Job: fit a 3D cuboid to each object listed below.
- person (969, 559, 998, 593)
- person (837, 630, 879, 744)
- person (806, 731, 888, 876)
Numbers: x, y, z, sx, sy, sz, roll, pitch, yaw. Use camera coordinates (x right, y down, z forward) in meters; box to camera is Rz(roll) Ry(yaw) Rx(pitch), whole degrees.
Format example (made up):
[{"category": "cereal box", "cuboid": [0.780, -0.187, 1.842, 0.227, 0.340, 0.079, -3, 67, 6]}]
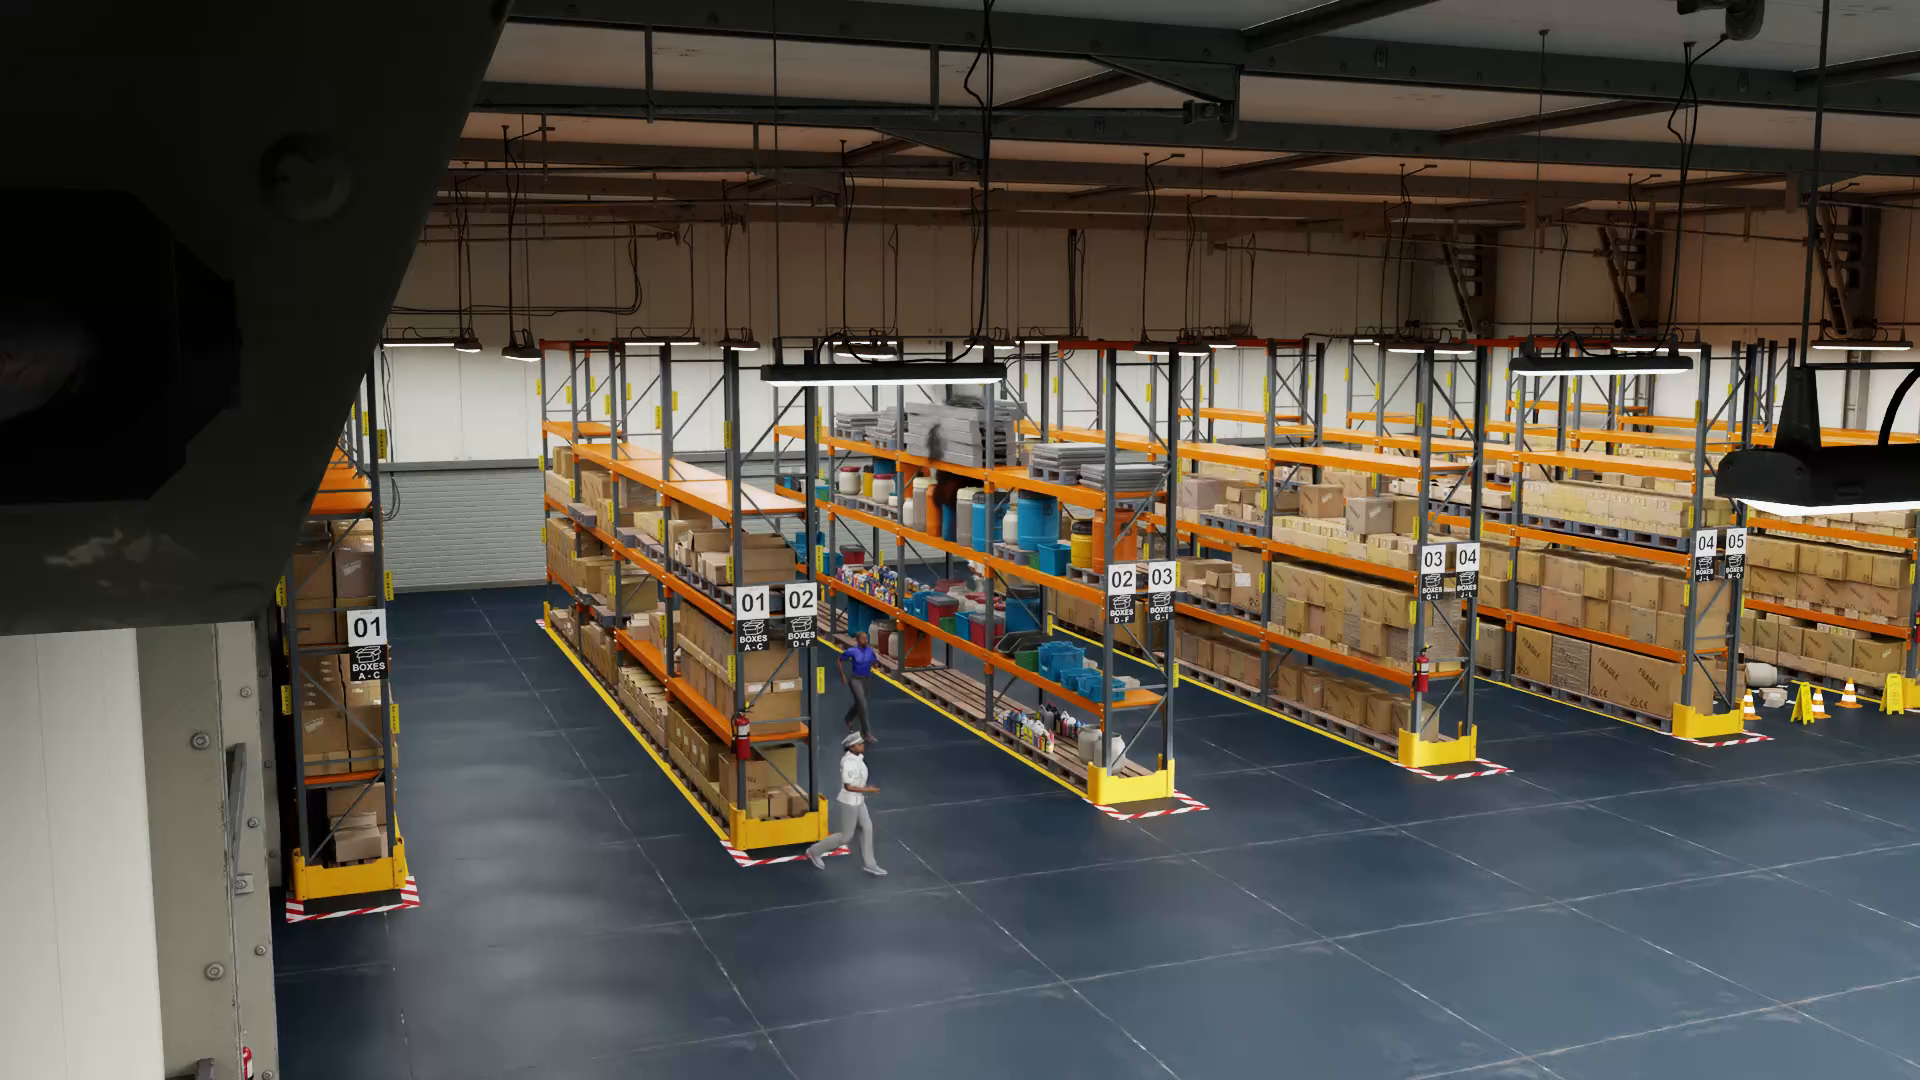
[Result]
[{"category": "person", "cuboid": [0.525, 0.838, 35.700, 0.688, 1.712, 0.639, -3, 8, -24]}, {"category": "person", "cuboid": [-1.530, 2.203, 25.347, 0.559, 1.683, 0.882, -7, 10, -43]}, {"category": "person", "cuboid": [-1.292, 3.023, 19.121, 0.914, 1.710, 0.588, 1, 7, 7]}]
